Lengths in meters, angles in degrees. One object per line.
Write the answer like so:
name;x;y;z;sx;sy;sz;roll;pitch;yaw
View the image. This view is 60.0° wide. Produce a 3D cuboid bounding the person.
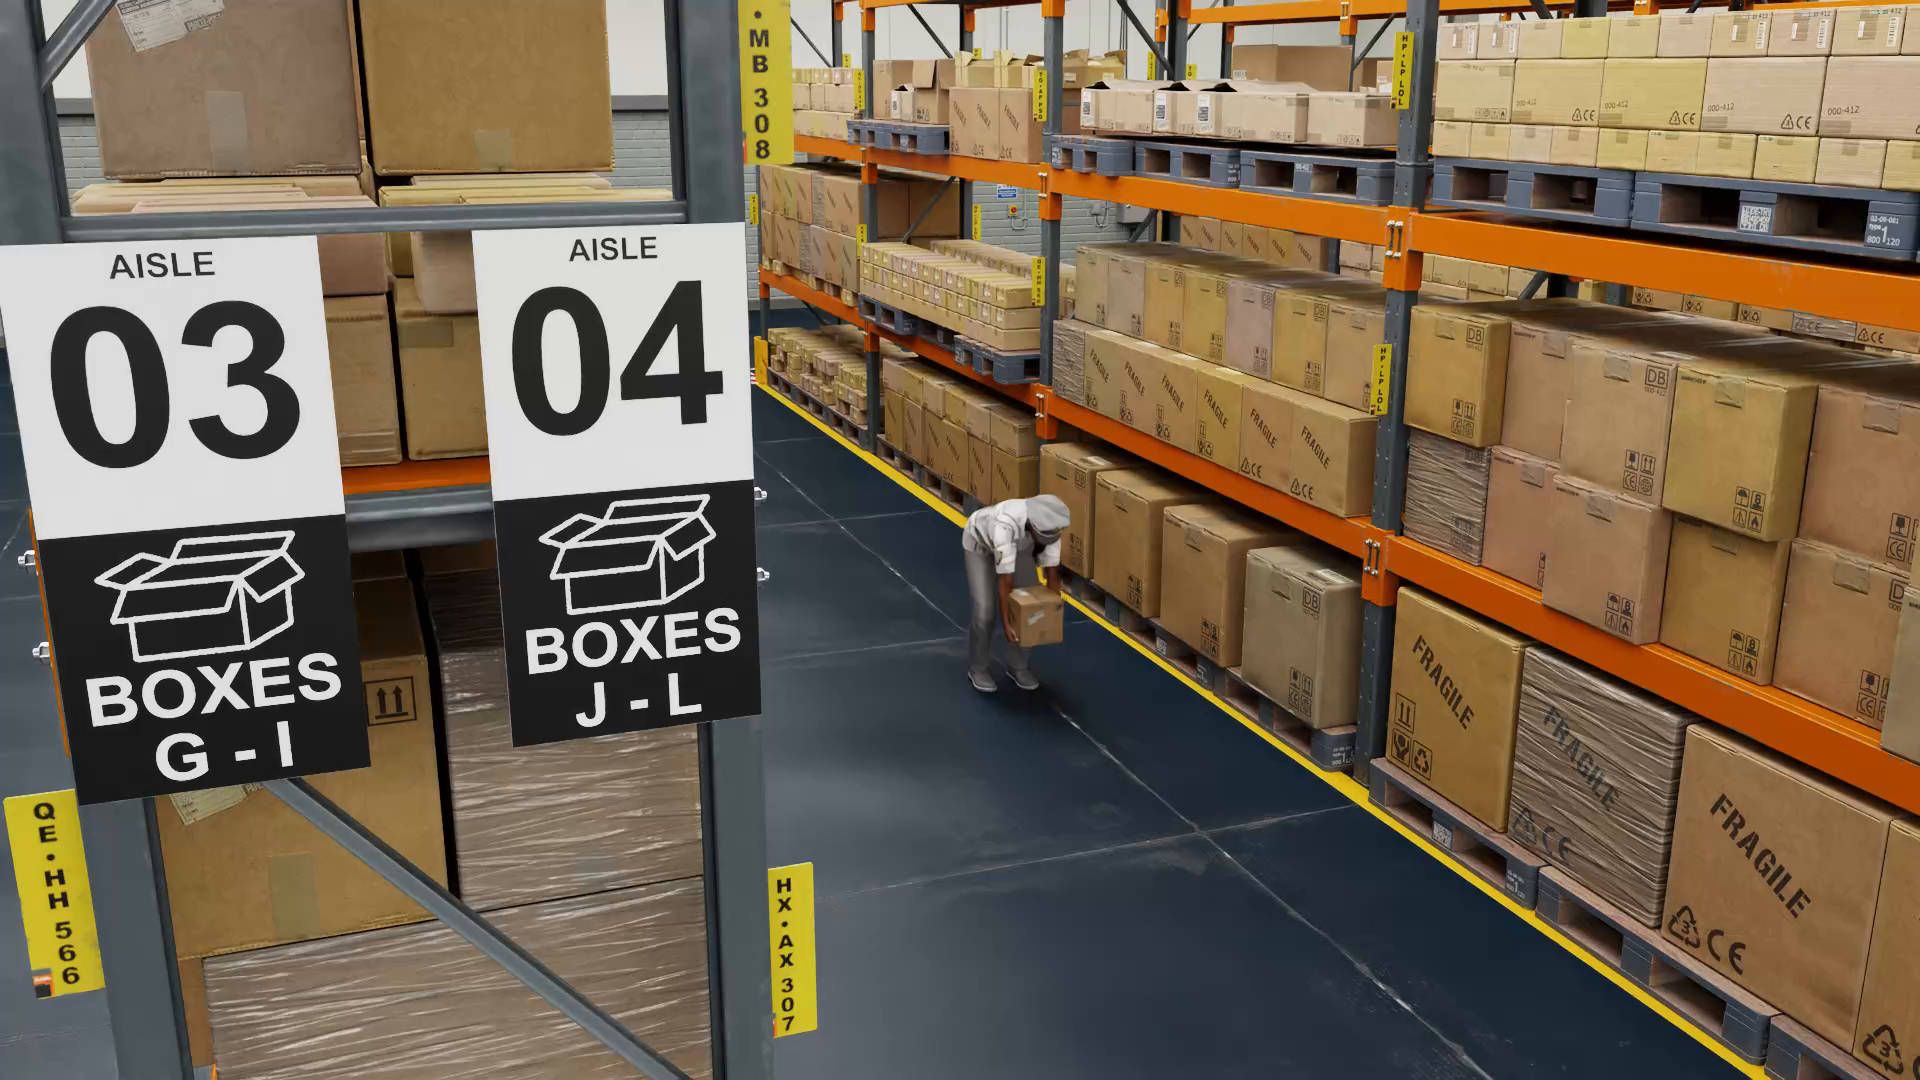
person;0.318;0.287;9.316;0.427;1.230;0.909;-7;17;-22
